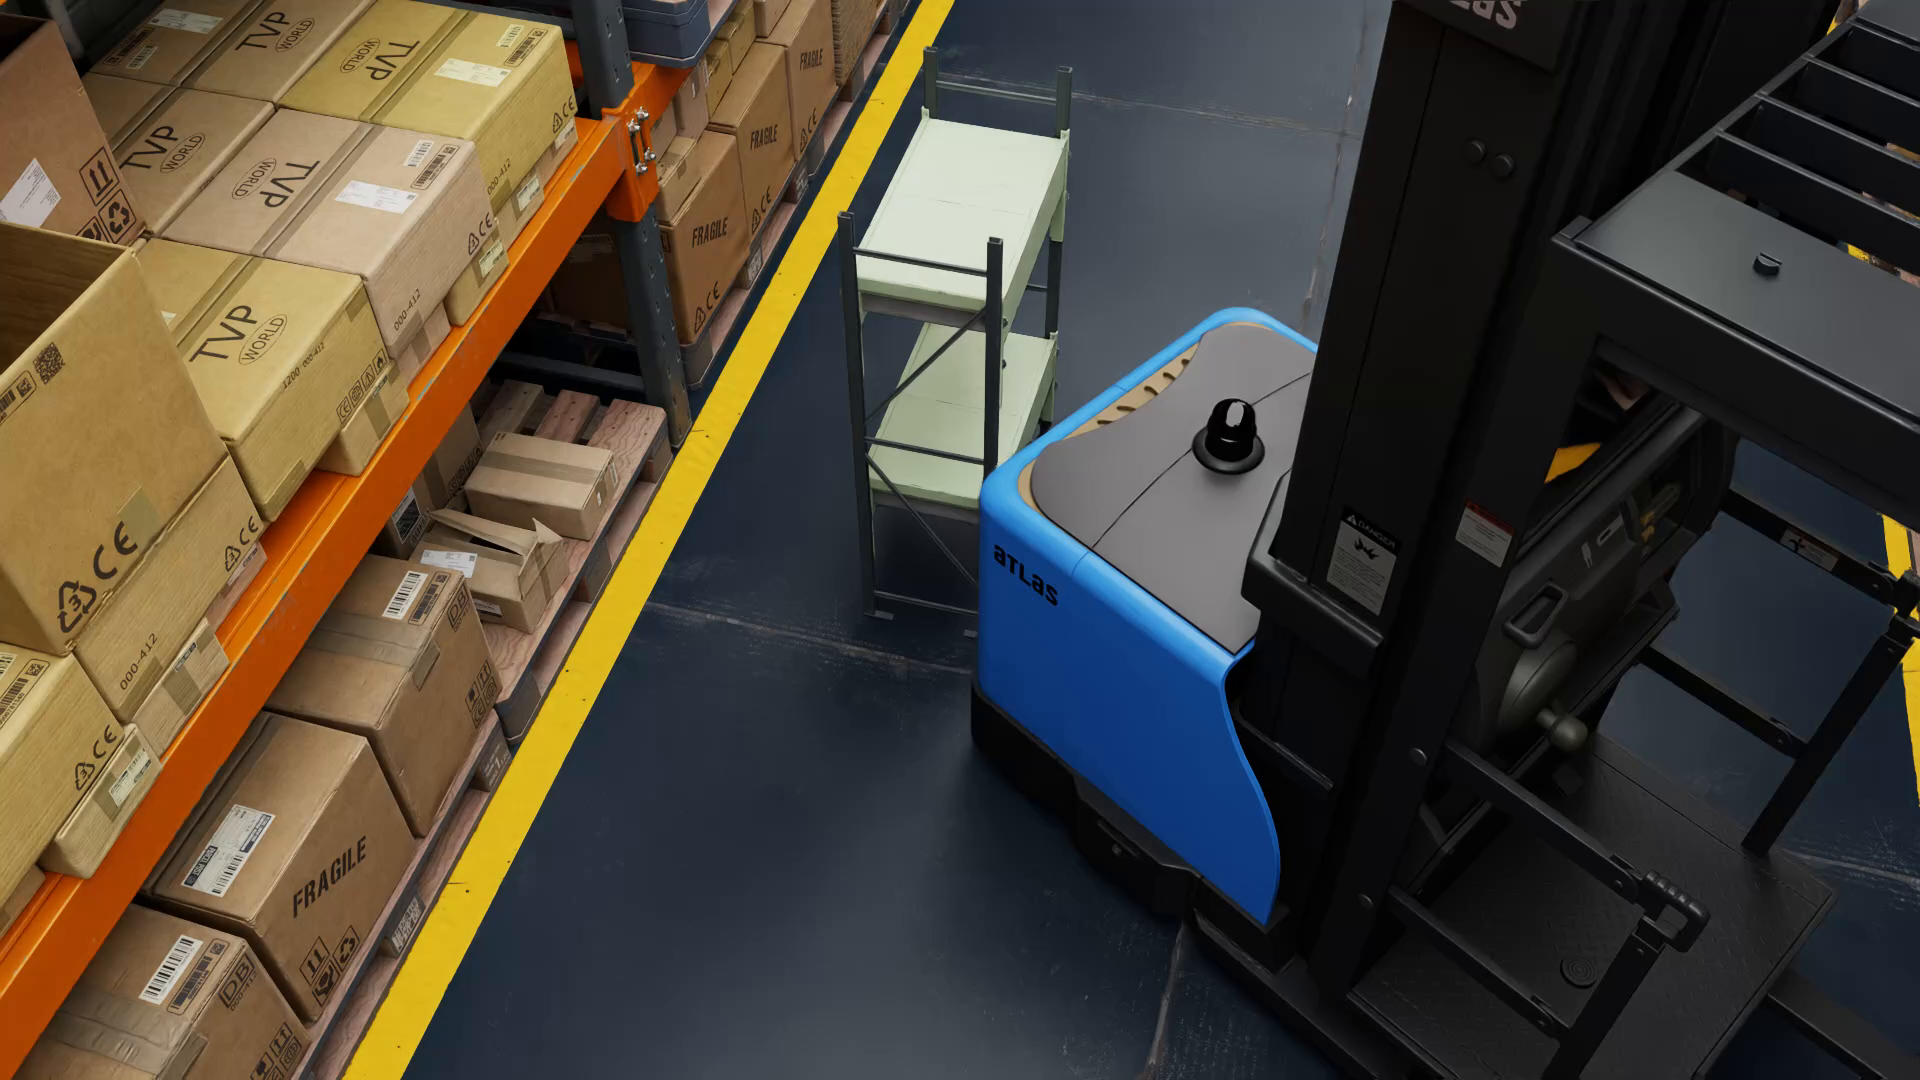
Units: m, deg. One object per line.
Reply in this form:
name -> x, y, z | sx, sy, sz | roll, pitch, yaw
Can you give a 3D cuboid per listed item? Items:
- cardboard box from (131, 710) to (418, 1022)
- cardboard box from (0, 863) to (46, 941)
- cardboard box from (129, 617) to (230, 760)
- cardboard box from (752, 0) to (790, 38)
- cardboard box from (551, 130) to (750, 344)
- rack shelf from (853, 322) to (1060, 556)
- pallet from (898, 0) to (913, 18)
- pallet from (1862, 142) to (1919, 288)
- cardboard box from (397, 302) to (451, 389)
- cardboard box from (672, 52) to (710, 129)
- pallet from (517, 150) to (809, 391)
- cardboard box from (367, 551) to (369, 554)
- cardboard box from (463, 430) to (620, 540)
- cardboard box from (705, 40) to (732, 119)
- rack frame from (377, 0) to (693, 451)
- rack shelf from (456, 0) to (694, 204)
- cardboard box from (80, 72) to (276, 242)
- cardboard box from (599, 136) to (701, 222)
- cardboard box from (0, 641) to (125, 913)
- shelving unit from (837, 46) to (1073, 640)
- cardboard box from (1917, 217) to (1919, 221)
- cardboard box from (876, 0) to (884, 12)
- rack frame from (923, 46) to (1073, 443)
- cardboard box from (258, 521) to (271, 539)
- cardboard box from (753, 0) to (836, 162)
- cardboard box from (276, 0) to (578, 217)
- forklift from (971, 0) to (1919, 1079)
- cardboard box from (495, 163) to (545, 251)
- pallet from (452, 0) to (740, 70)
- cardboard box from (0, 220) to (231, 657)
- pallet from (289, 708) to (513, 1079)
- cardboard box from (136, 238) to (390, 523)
cardboard box -> -1.698, 0.753, 3.972 | 0.500, 0.500, 0.500 | 12, 50, 11
cardboard box -> -1.849, 0.607, 2.881 | 0.380, 0.149, 0.250 | 12, 50, 11
cardboard box -> -1.660, 0.244, 3.201 | 0.380, 0.149, 0.250 | 13, 50, 11
cardboard box -> -0.829, -1.943, 5.919 | 0.380, 0.149, 0.250 | 11, 50, 10
cardboard box -> -1.051, -1.049, 5.563 | 0.500, 0.500, 0.500 | 14, 50, 12
rack shelf -> 0.002, -0.285, 4.936 | 0.431, 0.370, 0.720 | 12, 50, 10
pallet -> -0.576, -2.870, 7.642 | 1.003, 0.211, 1.213 | 12, 50, 10
pallet -> 3.844, -0.991, 5.984 | 1.003, 0.211, 1.213 | 12, 50, 10
cardboard box -> -1.424, -0.499, 3.857 | 0.380, 0.149, 0.250 | 13, 50, 11
cardboard box -> -1.022, -1.461, 5.295 | 0.380, 0.149, 0.250 | 9, 49, 8
pallet -> -1.218, -1.105, 6.085 | 1.003, 0.211, 1.213 | 12, 50, 10
cardboard box -> -1.911, 0.117, 4.767 | 0.380, 0.149, 0.250 | 11, 49, 10
cardboard box -> -1.259, -0.167, 5.018 | 0.380, 0.149, 0.250 | 10, 49, 9
cardboard box -> -0.990, -1.569, 5.588 | 0.380, 0.149, 0.250 | 9, 49, 8
rack frame -> -1.395, -1.432, 4.513 | 1.000, 3.000, 0.127 | 12, 50, 10
rack shelf -> -0.869, -2.641, 6.060 | 1.077, 0.370, 4.000 | 12, 50, 10
cardboard box -> -1.912, -0.812, 3.867 | 0.500, 0.250, 0.500 | 11, 50, 10
cardboard box -> -1.044, -1.165, 5.232 | 0.380, 0.149, 0.250 | 14, 50, 12
cardboard box -> -1.806, 0.406, 2.793 | 0.500, 0.250, 0.500 | 11, 49, 9
shelving unit -> 0.002, -0.501, 4.692 | 0.431, 1.500, 0.755 | 12, 50, 10
cardboard box -> 3.710, -1.010, 5.278 | 0.875, 0.875, 0.875 | 13, 50, 11
cardboard box -> -0.524, -2.550, 6.887 | 0.500, 0.500, 0.500 | 14, 50, 12
rack frame -> 0.098, -0.766, 4.926 | 0.400, 1.500, 0.023 | 12, 50, 10
cardboard box -> -1.640, -0.144, 3.544 | 0.380, 0.149, 0.250 | 12, 50, 11
cardboard box -> -0.785, -1.796, 6.222 | 0.500, 0.500, 0.500 | 10, 49, 9
cardboard box -> -1.294, -1.064, 4.090 | 0.500, 0.250, 0.500 | 13, 50, 11
forklift -> 1.418, 0.144, 3.168 | 1.130, 2.935, 3.031 | -36, 58, -27
cardboard box -> -1.283, -0.876, 4.190 | 0.380, 0.149, 0.250 | 13, 50, 11
pallet -> -1.080, -1.925, 5.076 | 1.003, 0.211, 1.213 | 12, 50, 10
cardboard box -> -1.674, -0.196, 2.824 | 0.500, 0.500, 0.500 | 13, 50, 11
pallet -> -1.896, 0.873, 4.339 | 1.003, 0.211, 1.213 | 12, 50, 10
cardboard box -> -1.556, -0.341, 3.452 | 0.500, 0.250, 0.500 | 11, 50, 10
